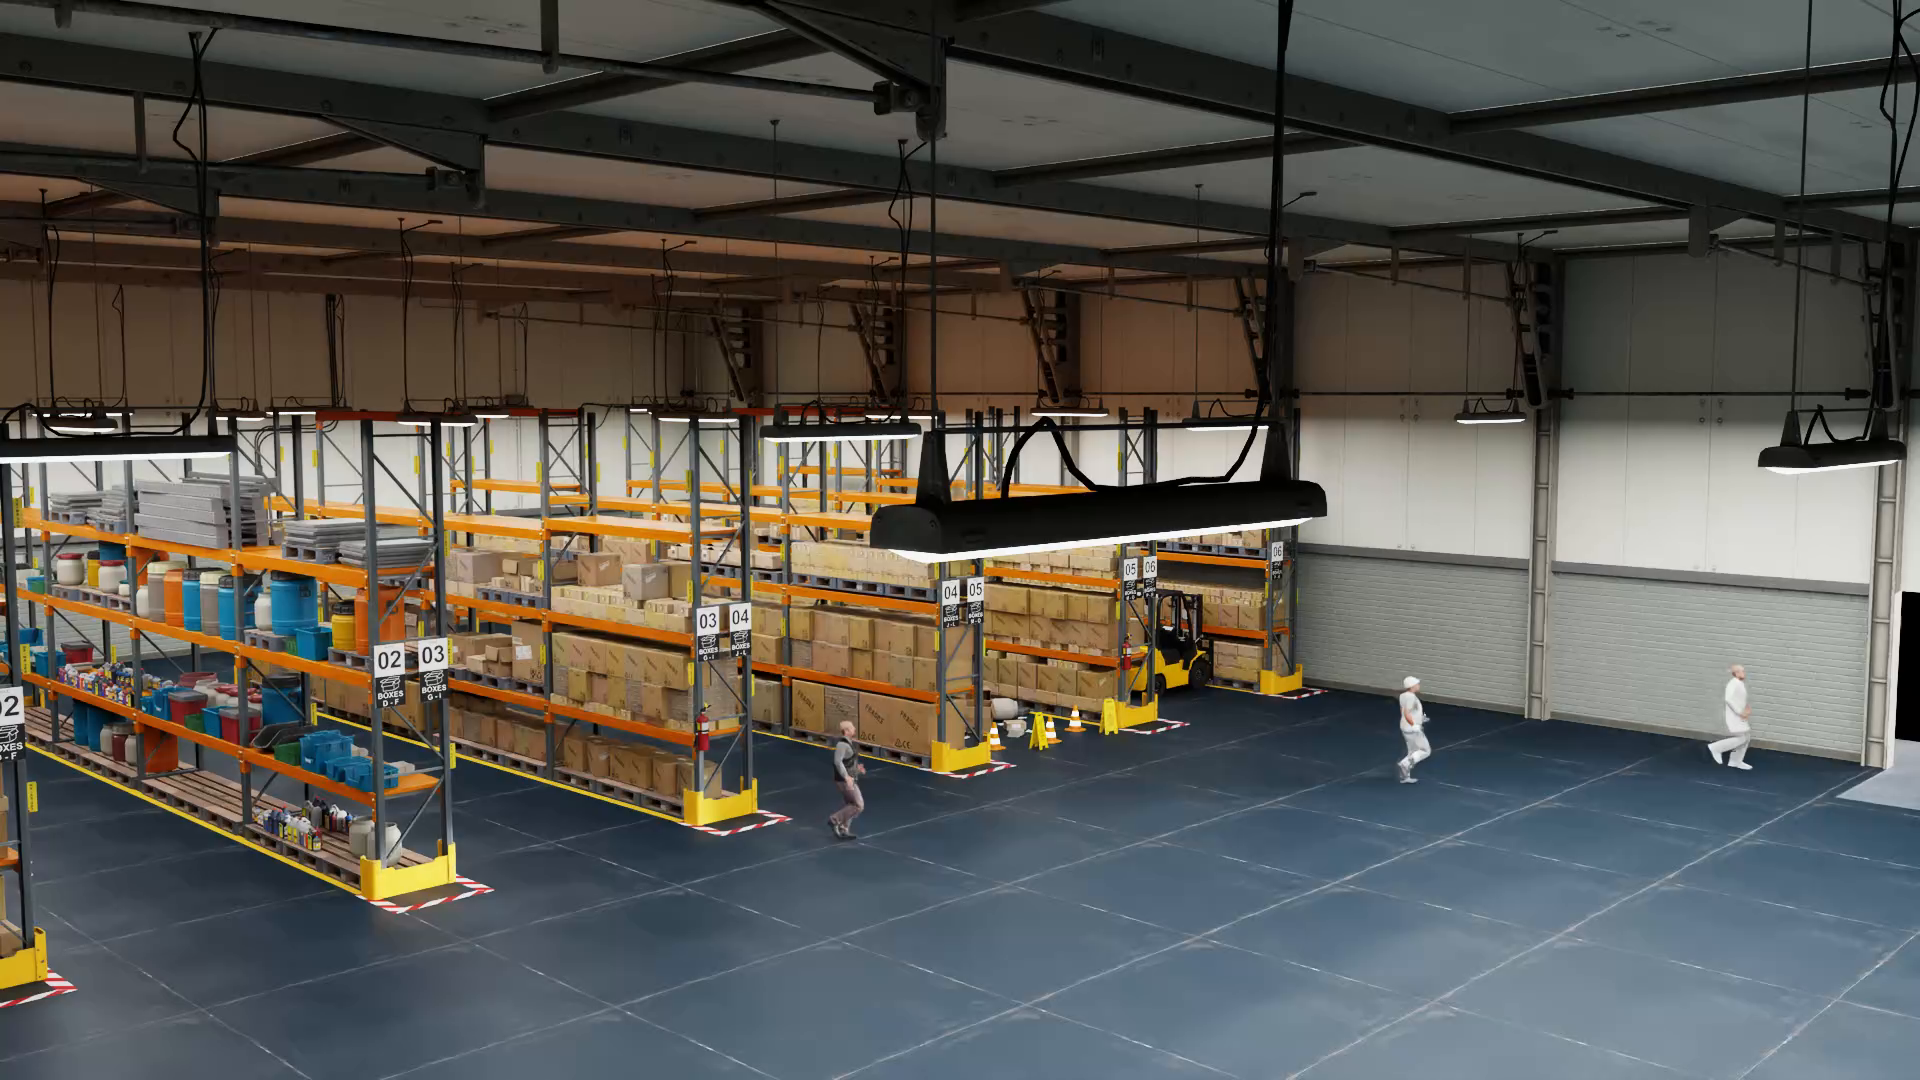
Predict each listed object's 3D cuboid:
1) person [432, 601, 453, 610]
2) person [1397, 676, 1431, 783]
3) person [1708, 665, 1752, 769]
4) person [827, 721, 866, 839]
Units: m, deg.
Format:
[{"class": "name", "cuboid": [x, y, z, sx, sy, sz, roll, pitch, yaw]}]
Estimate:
[{"class": "person", "cuboid": [-12.420, 1.926, 39.898, 0.735, 1.758, 0.863, 3, 6, 29]}, {"class": "person", "cuboid": [7.358, 3.076, 26.944, 0.587, 1.739, 0.656, 0, 5, -5]}, {"class": "person", "cuboid": [13.054, 2.977, 28.110, 0.683, 1.755, 0.733, 3, 6, 29]}, {"class": "person", "cuboid": [-1.614, 3.405, 23.595, 0.575, 1.692, 0.676, -1, 5, -7]}]
